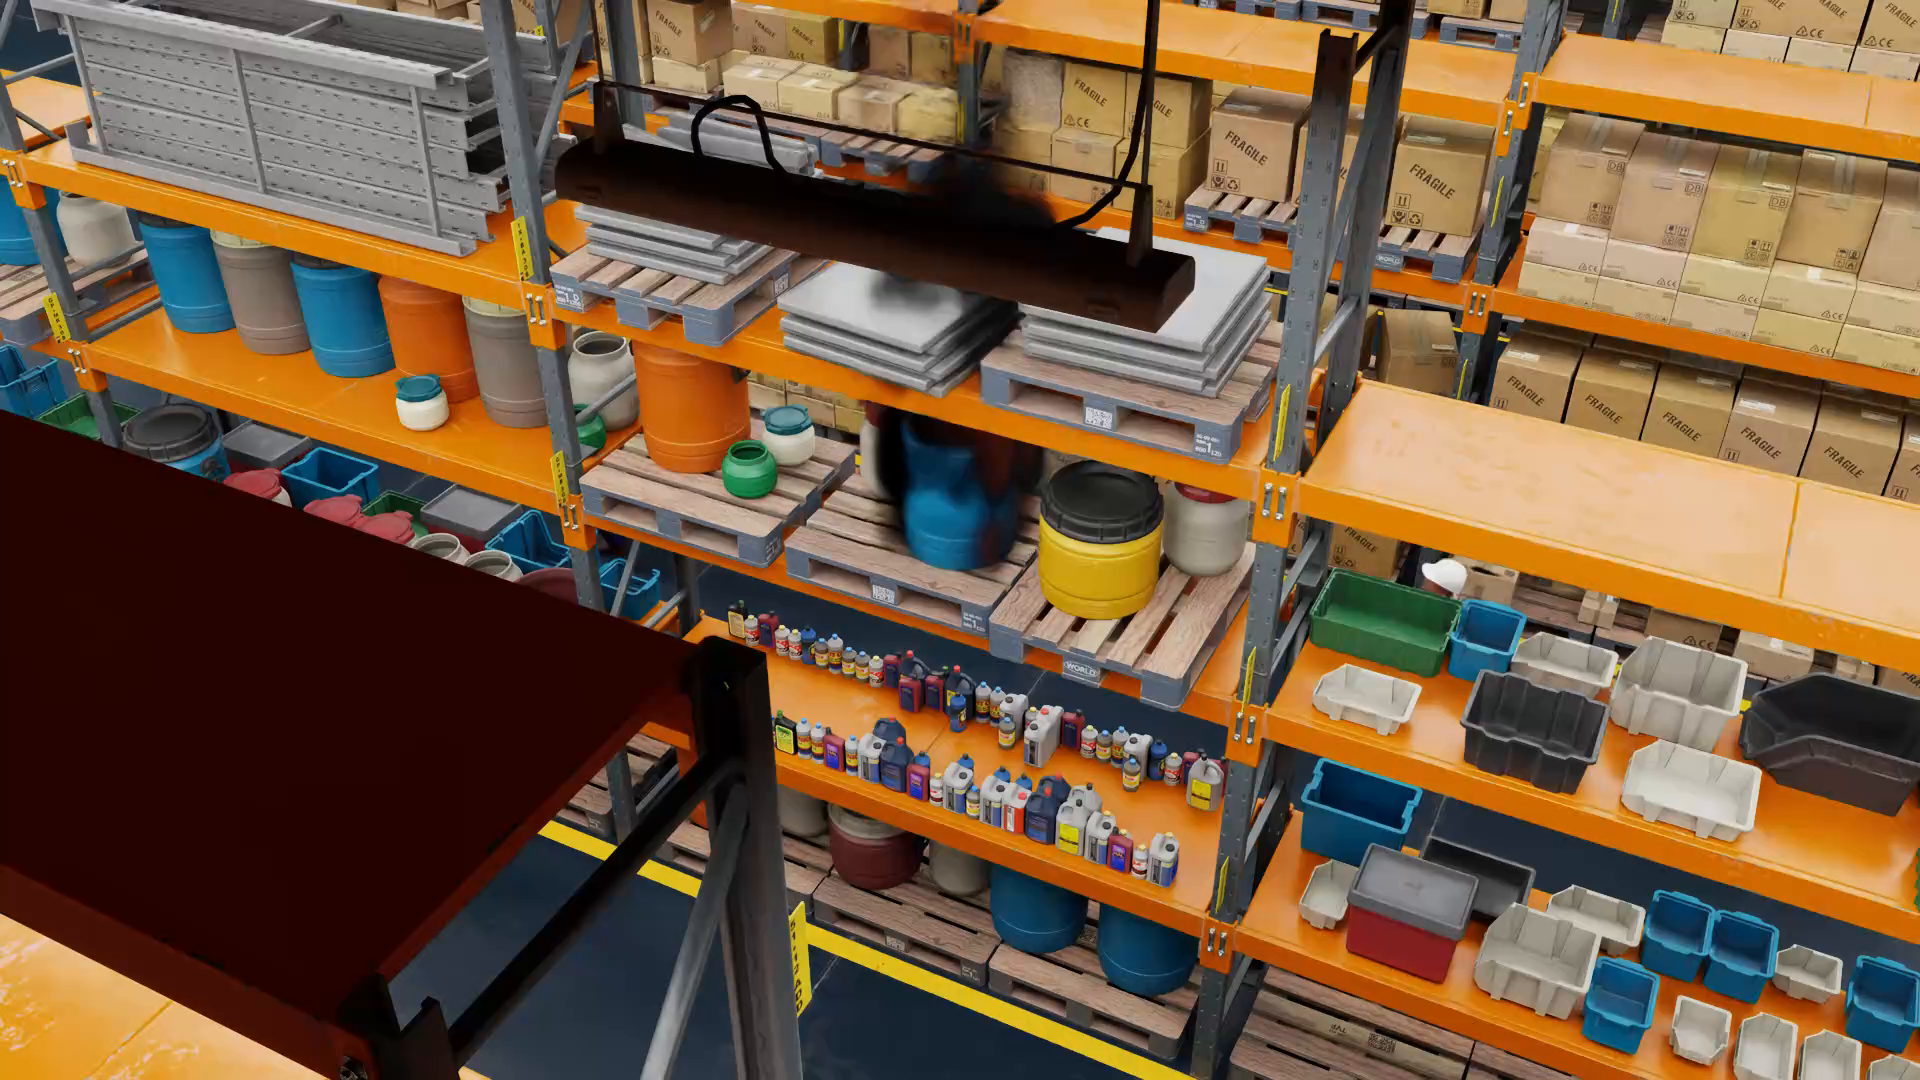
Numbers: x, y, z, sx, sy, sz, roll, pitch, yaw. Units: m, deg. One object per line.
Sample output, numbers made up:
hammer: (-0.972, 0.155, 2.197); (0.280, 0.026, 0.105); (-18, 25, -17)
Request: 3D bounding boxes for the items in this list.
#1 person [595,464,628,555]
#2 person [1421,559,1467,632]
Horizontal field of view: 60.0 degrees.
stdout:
person: (-2.950, -0.594, 13.327); (0.510, 1.596, 0.615); (7, 36, 10)
person: (3.035, 0.837, 11.163); (0.586, 1.725, 0.652); (9, 36, 13)
